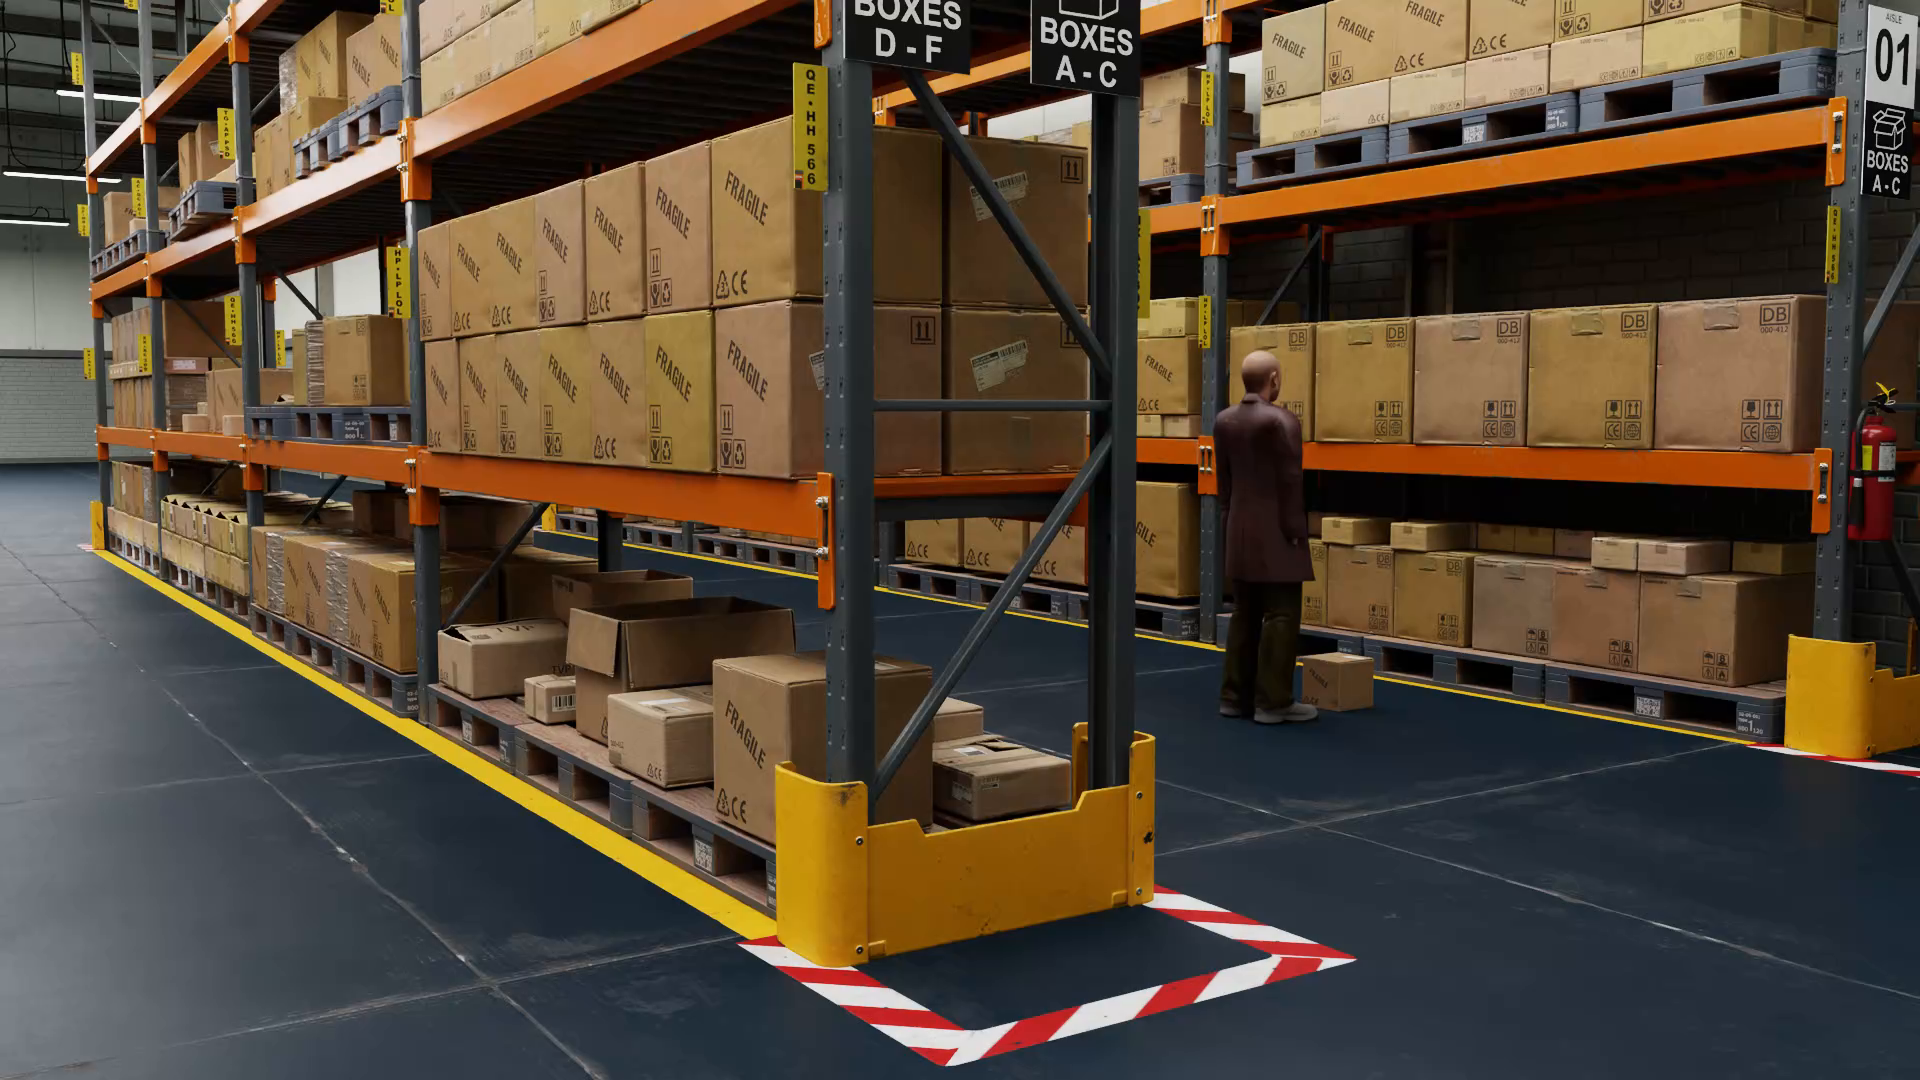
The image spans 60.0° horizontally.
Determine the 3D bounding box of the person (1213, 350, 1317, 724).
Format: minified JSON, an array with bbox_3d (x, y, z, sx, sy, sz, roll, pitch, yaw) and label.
[{"bbox_3d":[1.482,-0.023,8.055,0.380,1.779,0.560,-3,5,-32],"label":"person"}]
